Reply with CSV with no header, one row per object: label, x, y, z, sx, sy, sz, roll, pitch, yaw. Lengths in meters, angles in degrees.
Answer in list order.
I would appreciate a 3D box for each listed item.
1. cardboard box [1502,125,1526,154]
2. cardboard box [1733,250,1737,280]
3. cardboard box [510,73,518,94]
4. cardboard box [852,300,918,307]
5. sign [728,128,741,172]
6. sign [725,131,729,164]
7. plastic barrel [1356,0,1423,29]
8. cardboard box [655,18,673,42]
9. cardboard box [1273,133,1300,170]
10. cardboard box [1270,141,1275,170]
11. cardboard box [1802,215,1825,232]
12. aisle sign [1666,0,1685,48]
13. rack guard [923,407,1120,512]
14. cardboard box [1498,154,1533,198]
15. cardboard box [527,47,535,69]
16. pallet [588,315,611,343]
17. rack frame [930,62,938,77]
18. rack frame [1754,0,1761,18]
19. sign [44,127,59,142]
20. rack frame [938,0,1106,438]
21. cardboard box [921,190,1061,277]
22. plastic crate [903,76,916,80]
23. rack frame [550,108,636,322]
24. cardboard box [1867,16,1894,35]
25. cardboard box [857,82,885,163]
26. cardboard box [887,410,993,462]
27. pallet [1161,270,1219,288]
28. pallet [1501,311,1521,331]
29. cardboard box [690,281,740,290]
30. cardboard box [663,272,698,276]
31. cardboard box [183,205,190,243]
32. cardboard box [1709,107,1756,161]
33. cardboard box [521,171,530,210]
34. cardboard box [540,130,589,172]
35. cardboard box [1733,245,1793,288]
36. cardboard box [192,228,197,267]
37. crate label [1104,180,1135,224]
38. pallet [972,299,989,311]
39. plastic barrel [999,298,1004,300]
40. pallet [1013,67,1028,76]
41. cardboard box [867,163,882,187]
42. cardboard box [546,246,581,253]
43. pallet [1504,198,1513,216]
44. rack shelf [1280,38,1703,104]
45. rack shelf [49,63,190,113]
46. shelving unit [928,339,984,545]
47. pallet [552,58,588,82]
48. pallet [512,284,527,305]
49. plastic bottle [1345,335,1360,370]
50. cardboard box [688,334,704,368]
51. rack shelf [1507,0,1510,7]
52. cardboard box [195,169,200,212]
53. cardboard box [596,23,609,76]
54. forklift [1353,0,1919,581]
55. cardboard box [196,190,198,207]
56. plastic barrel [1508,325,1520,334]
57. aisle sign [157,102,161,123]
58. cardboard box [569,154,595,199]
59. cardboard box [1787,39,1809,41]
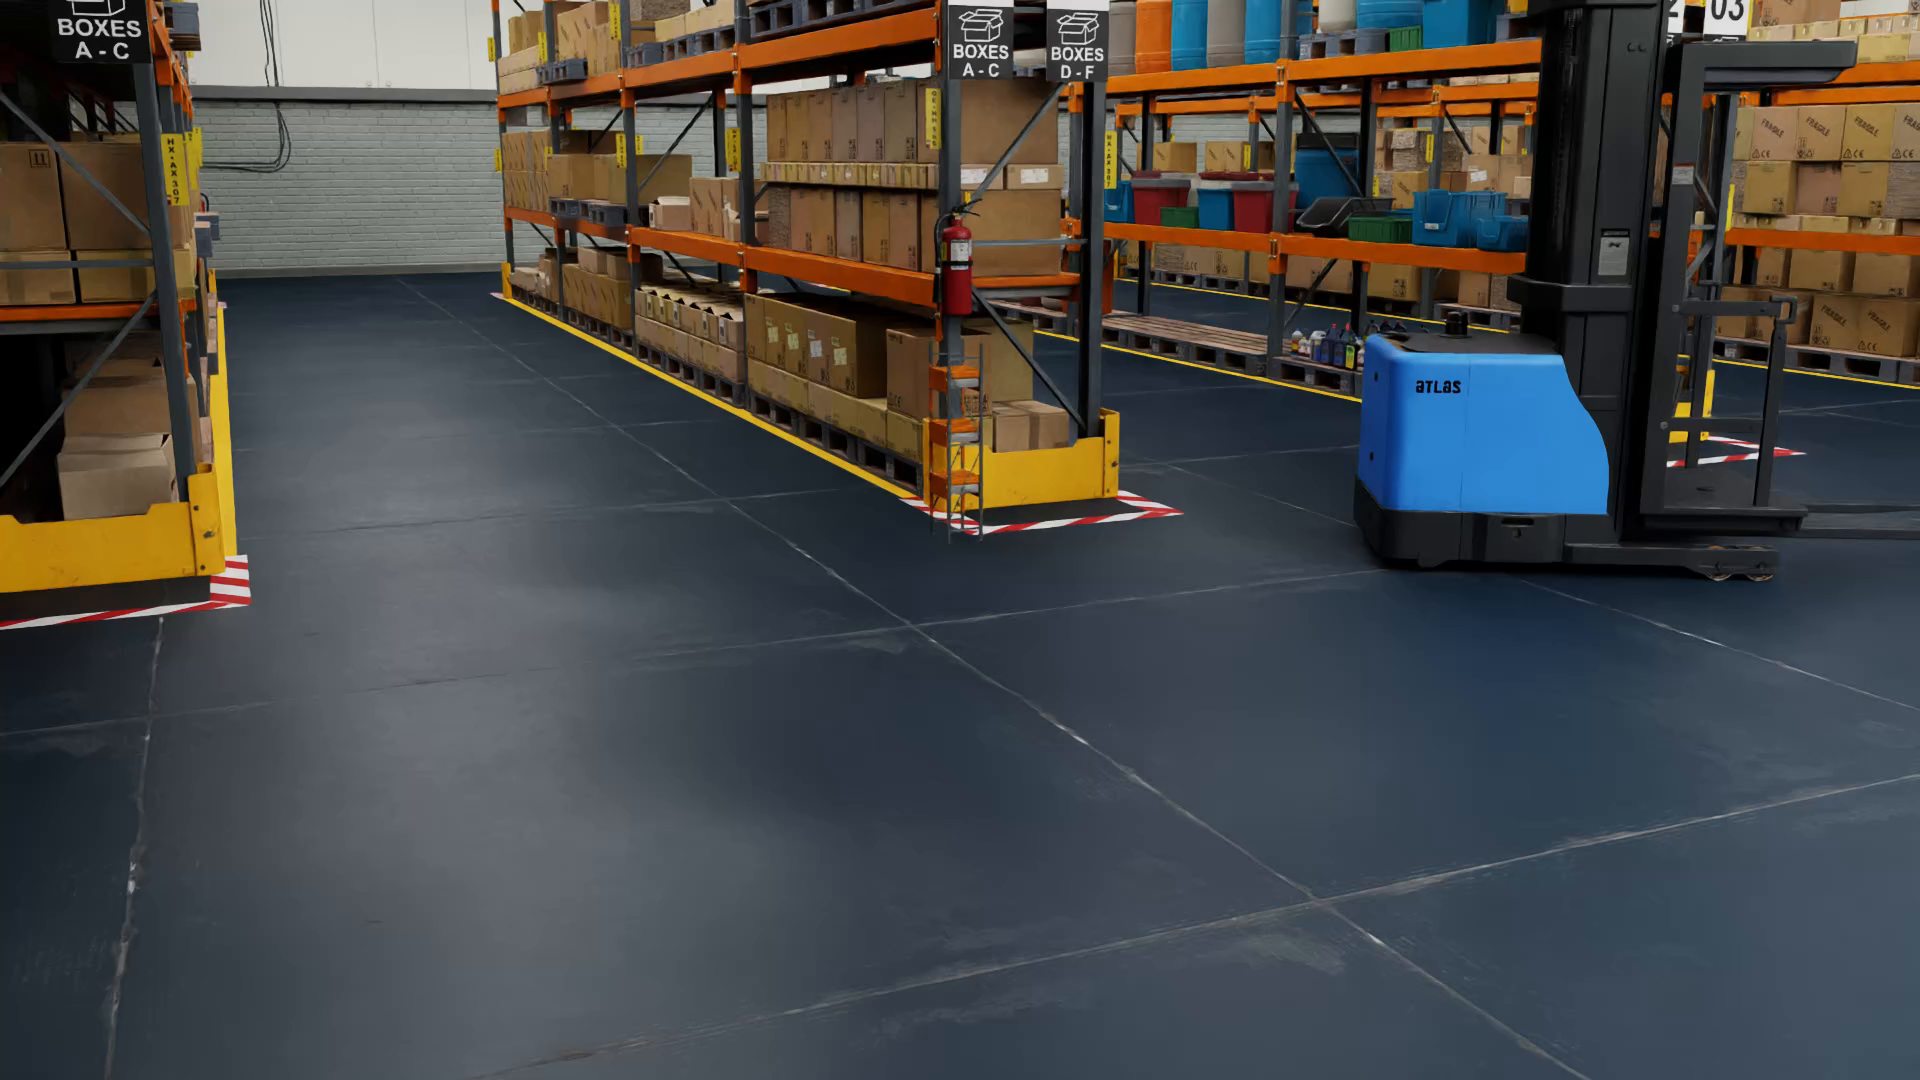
cardboard box,8.780,-6.265,26.187,0.500,0.500,0.500,-6,14,-25
cardboard box,10.768,-3.841,23.426,0.500,0.500,0.500,-6,14,-25
cardboard box,-5.687,-6.068,22.117,0.500,0.250,0.500,-6,14,-23
cardboard box,-0.464,-1.485,12.135,0.500,0.500,0.500,-6,14,-23
sign,-1.736,-3.012,12.839,0.100,0.325,0.005,-6,14,-23
sign,-2.338,-3.979,16.841,0.100,0.325,0.005,-6,14,-23
plastic barrel,3.598,-4.679,13.739,0.600,0.901,0.708,-6,14,-23
cardboard box,-2.612,-4.868,16.000,0.500,0.250,0.500,-7,15,-27
cardboard box,4.894,-5.491,23.494,0.797,0.503,0.637,-6,14,-24
cardboard box,4.673,-5.644,24.612,0.500,0.500,0.500,-6,14,-23
cardboard box,8.169,-2.982,15.657,0.380,0.149,0.250,-6,14,-23
aisle sign,4.656,-3.383,11.067,0.394,0.787,0.004,-6,14,-23
rack guard,0.369,-0.488,9.871,1.175,0.500,0.348,-6,14,-23
cardboard box,6.801,-4.297,19.630,0.700,0.500,0.500,-3,13,-15
cardboard box,-5.088,-6.002,20.721,0.500,0.250,0.500,-6,14,-23
pallet,-3.595,-2.415,18.835,1.003,0.211,1.213,-6,14,-23
rack frame,0.093,-7.560,21.576,1.000,3.000,0.127,-6,14,-23
rack frame,10.818,-7.608,21.784,1.000,3.000,0.127,-6,14,-23
sign,-7.890,-3.429,14.465,0.100,0.325,0.005,-6,14,-23
rack frame,0.359,-1.711,9.611,1.000,3.000,0.127,-6,14,-23
cardboard box,0.184,-1.857,10.021,0.700,0.500,0.500,-6,14,-23
plastic crate,-0.565,-6.176,22.621,0.416,0.233,0.300,-6,14,-23
rack frame,-4.448,-4.190,20.323,1.000,3.000,0.127,-6,14,-23
cardboard box,8.374,-4.603,14.902,0.380,0.149,0.250,-5,14,-22
cardboard box,-0.255,-2.713,10.839,0.700,0.500,0.500,-6,14,-23
cardboard box,-0.126,-0.660,10.237,0.500,0.250,0.500,-6,14,-23
pallet,3.905,-4.142,26.300,1.003,0.211,1.213,-6,14,-23
pallet,7.030,-2.486,19.144,1.003,0.211,1.213,-6,14,-23
cardboard box,-2.410,-2.416,16.580,0.500,0.311,0.500,-5,14,-21
cardboard box,-3.177,-2.692,18.417,0.500,0.500,0.500,-6,14,-24
cardboard box,-4.283,-1.794,8.593,0.500,0.500,0.500,-6,14,-23
cardboard box,7.783,-3.996,16.386,0.500,0.500,0.500,-6,14,-23
cardboard box,-5.505,-4.636,22.029,0.500,0.500,0.500,-5,14,-22
cardboard box,-4.887,-4.807,20.549,0.500,0.500,0.500,-6,14,-23
cardboard box,10.980,-3.660,22.088,1.050,0.750,0.750,-6,14,-24
cardboard box,-4.905,-1.749,10.064,0.500,0.250,0.500,-6,14,-23
crate label,1.845,-3.598,17.685,0.502,0.435,0.616,-6,14,-23
pallet,0.363,-3.115,21.862,1.003,0.211,1.213,-6,14,-23
plastic barrel,0.578,-3.559,21.317,0.600,0.901,0.708,-6,14,-23
pallet,0.953,-5.619,20.263,1.003,0.211,1.213,-6,14,-23
cardboard box,-0.381,-2.351,10.714,0.380,0.149,0.250,-5,14,-21
cardboard box,-5.606,-3.923,23.736,0.500,0.500,0.500,-6,14,-23
pallet,6.616,-4.027,20.042,1.213,0.211,1.003,-6,14,-23
rack shelf,4.098,-3.682,13.069,1.077,0.370,4.000,-6,14,-23
rack shelf,-8.184,-4.440,16.344,1.077,0.370,4.000,-6,14,-23
shelving unit,-0.021,-0.523,8.799,0.215,1.050,0.252,-6,14,-23
pallet,-3.832,-5.205,18.472,1.213,0.211,1.003,-6,14,-23
pallet,-5.699,-3.478,23.429,1.003,0.211,1.213,-6,14,-23
plastic bottle,3.344,-1.594,14.153,0.061,0.283,0.133,-5,14,-20
cardboard box,-2.081,-1.672,14.610,0.500,0.250,0.500,-5,14,-22
rack shelf,7.034,-6.222,18.279,1.077,0.370,4.000,-6,14,-23
cardboard box,-9.187,-4.002,18.843,0.980,0.700,0.700,-5,14,-22
cardboard box,-3.255,-5.066,17.234,0.910,0.500,0.500,-6,14,-23
forklift,3.616,-1.354,8.221,3.031,2.935,1.130,1,13,5
cardboard box,-8.356,-3.768,17.574,0.500,0.500,0.500,-6,14,-23
plastic barrel,4.365,-1.383,12.779,0.421,0.512,0.421,0,13,0
aisle sign,-10.341,-5.877,21.845,0.394,0.787,0.004,-6,14,-23
cardboard box,-4.129,-4.189,19.165,0.700,0.500,0.500,-3,13,-14
cardboard box,7.997,-4.595,15.751,0.500,0.250,0.500,-6,14,-23
